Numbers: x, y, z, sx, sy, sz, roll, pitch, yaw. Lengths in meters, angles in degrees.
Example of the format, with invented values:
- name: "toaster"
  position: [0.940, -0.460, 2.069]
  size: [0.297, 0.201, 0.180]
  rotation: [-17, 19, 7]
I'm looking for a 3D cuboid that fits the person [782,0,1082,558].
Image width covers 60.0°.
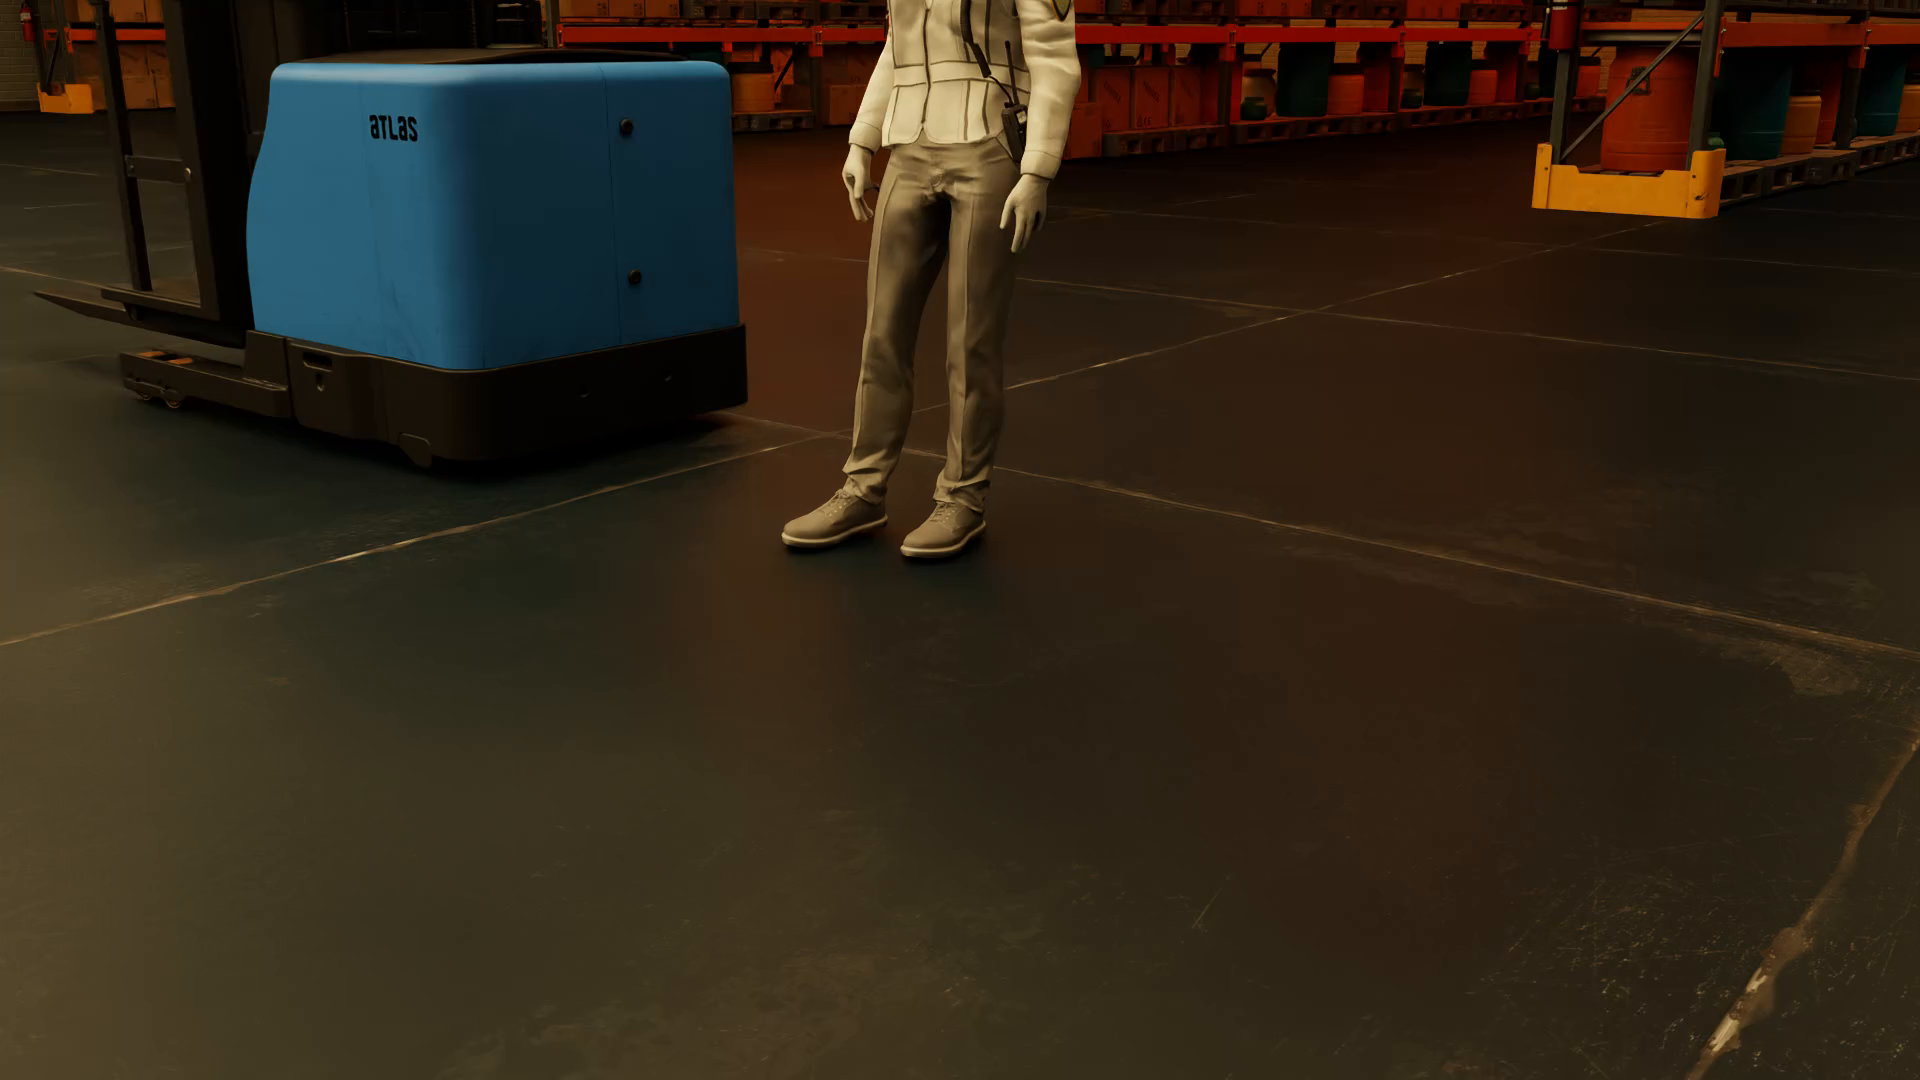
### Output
- name: "person"
  position: [-0.048, -0.803, 3.647]
  size: [0.588, 1.695, 0.531]
  rotation: [13, 21, 37]

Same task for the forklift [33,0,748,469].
- name: "forklift"
  position: [-2.110, -1.924, 5.233]
  size: [3.031, 2.935, 1.130]
  rotation: [13, 21, 37]
